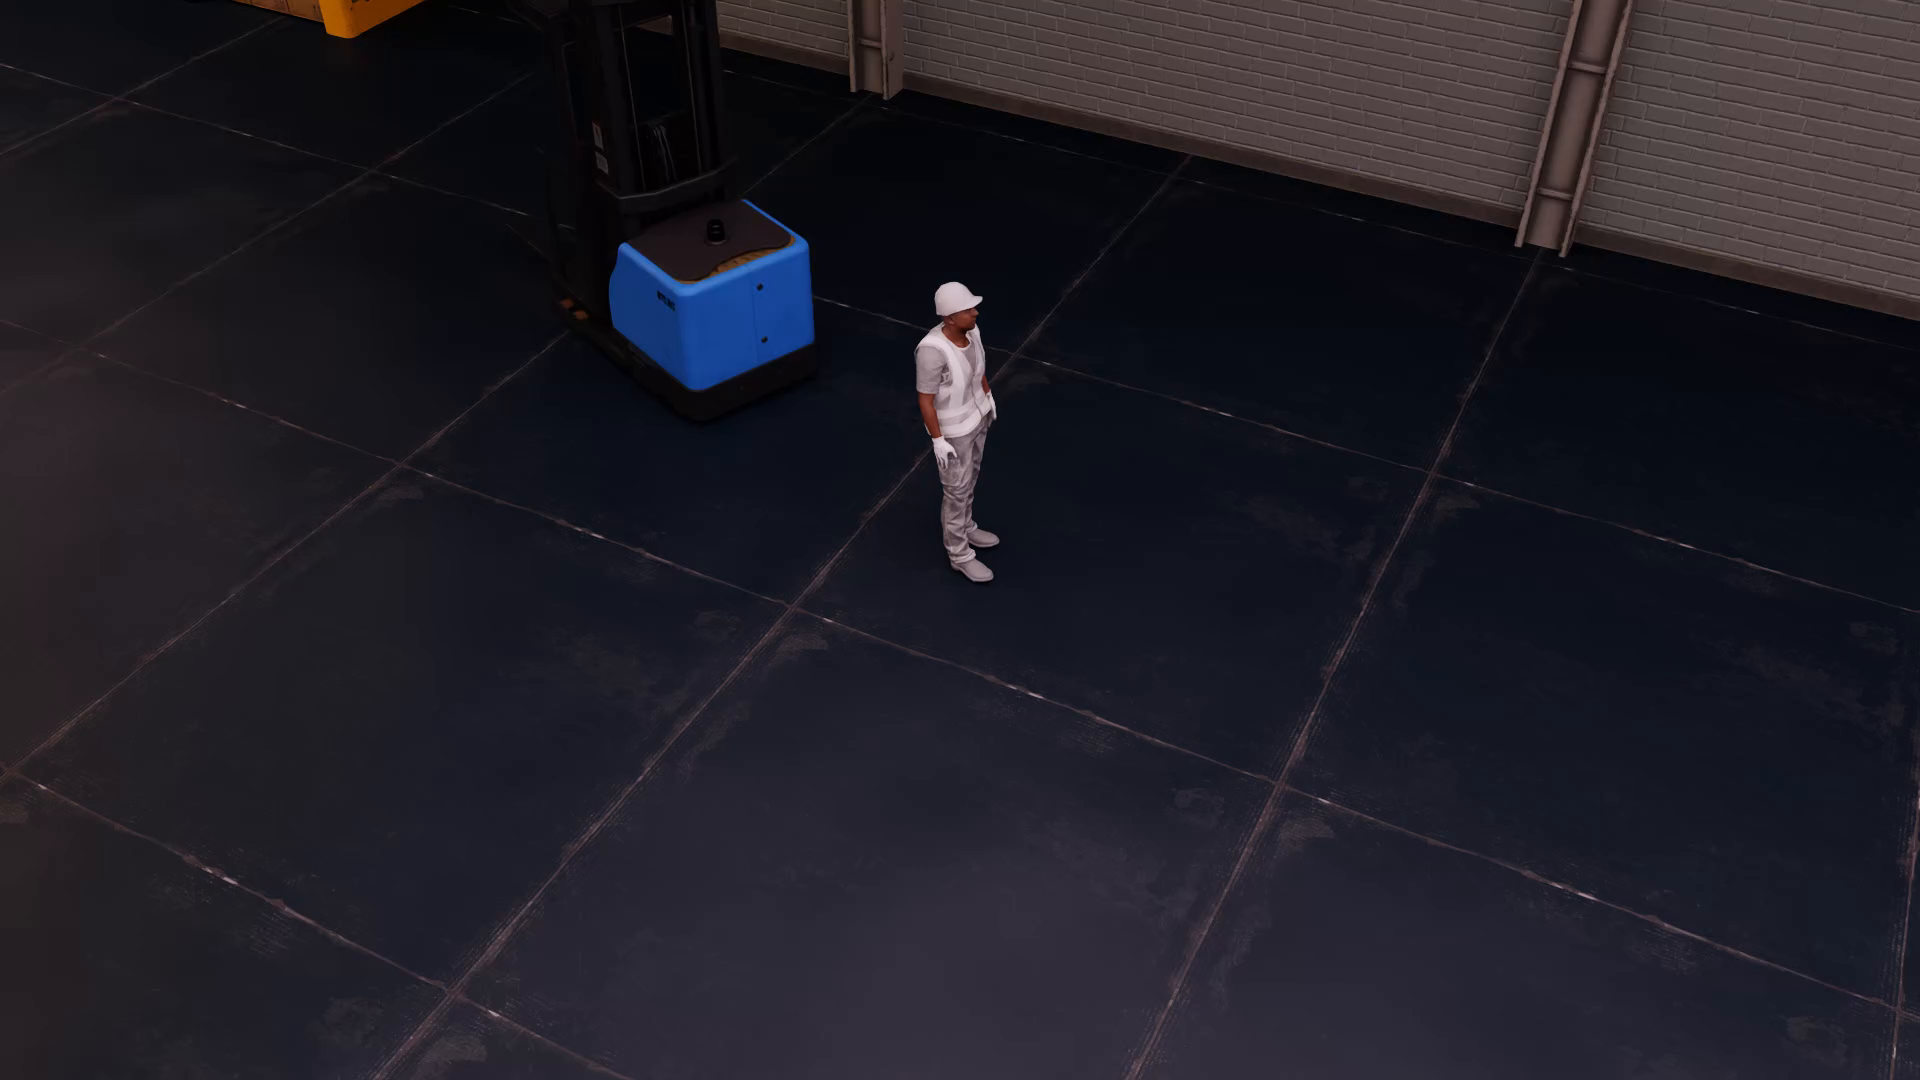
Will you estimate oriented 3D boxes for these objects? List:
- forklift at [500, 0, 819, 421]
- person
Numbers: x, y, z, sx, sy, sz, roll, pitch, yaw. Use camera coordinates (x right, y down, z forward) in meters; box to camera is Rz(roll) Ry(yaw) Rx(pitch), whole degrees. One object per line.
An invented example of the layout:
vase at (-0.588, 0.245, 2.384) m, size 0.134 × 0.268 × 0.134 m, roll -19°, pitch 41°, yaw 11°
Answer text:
forklift at (-2.300, -2.800, 11.311) m, size 1.130 × 2.935 × 3.031 m, roll -28°, pitch 47°, yaw -29°
person at (0.060, -0.661, 9.651) m, size 0.575 × 1.785 × 0.656 m, roll 18°, pitch 43°, yaw 21°
